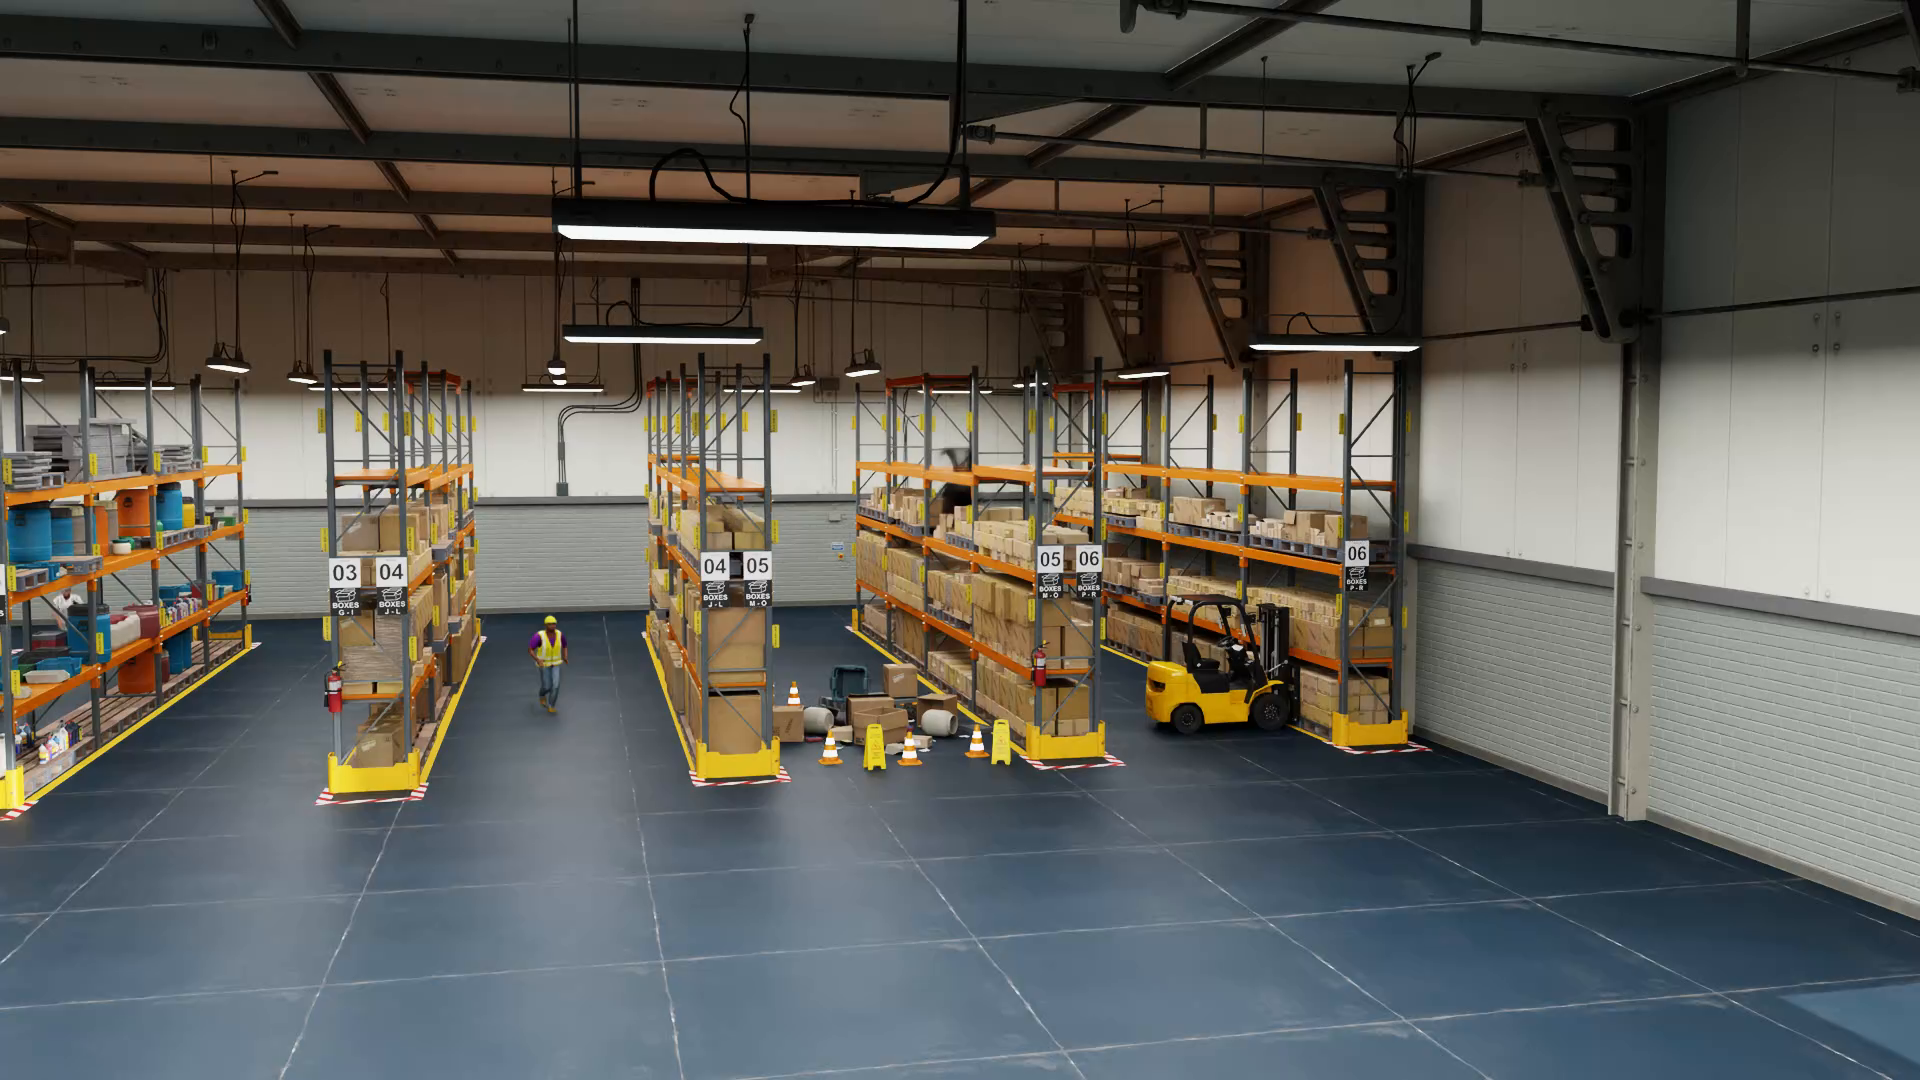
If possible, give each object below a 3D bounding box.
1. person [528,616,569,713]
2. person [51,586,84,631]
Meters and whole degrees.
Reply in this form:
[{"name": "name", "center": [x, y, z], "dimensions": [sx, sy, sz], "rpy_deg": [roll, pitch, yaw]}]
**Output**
[{"name": "person", "center": [-7.158, 2.151, 28.897], "dimensions": [0.701, 1.698, 0.641], "rpy_deg": [-2, 5, -29]}, {"name": "person", "center": [-18.726, 1.744, 34.962], "dimensions": [0.656, 1.679, 0.760], "rpy_deg": [-3, 5, -34]}]
